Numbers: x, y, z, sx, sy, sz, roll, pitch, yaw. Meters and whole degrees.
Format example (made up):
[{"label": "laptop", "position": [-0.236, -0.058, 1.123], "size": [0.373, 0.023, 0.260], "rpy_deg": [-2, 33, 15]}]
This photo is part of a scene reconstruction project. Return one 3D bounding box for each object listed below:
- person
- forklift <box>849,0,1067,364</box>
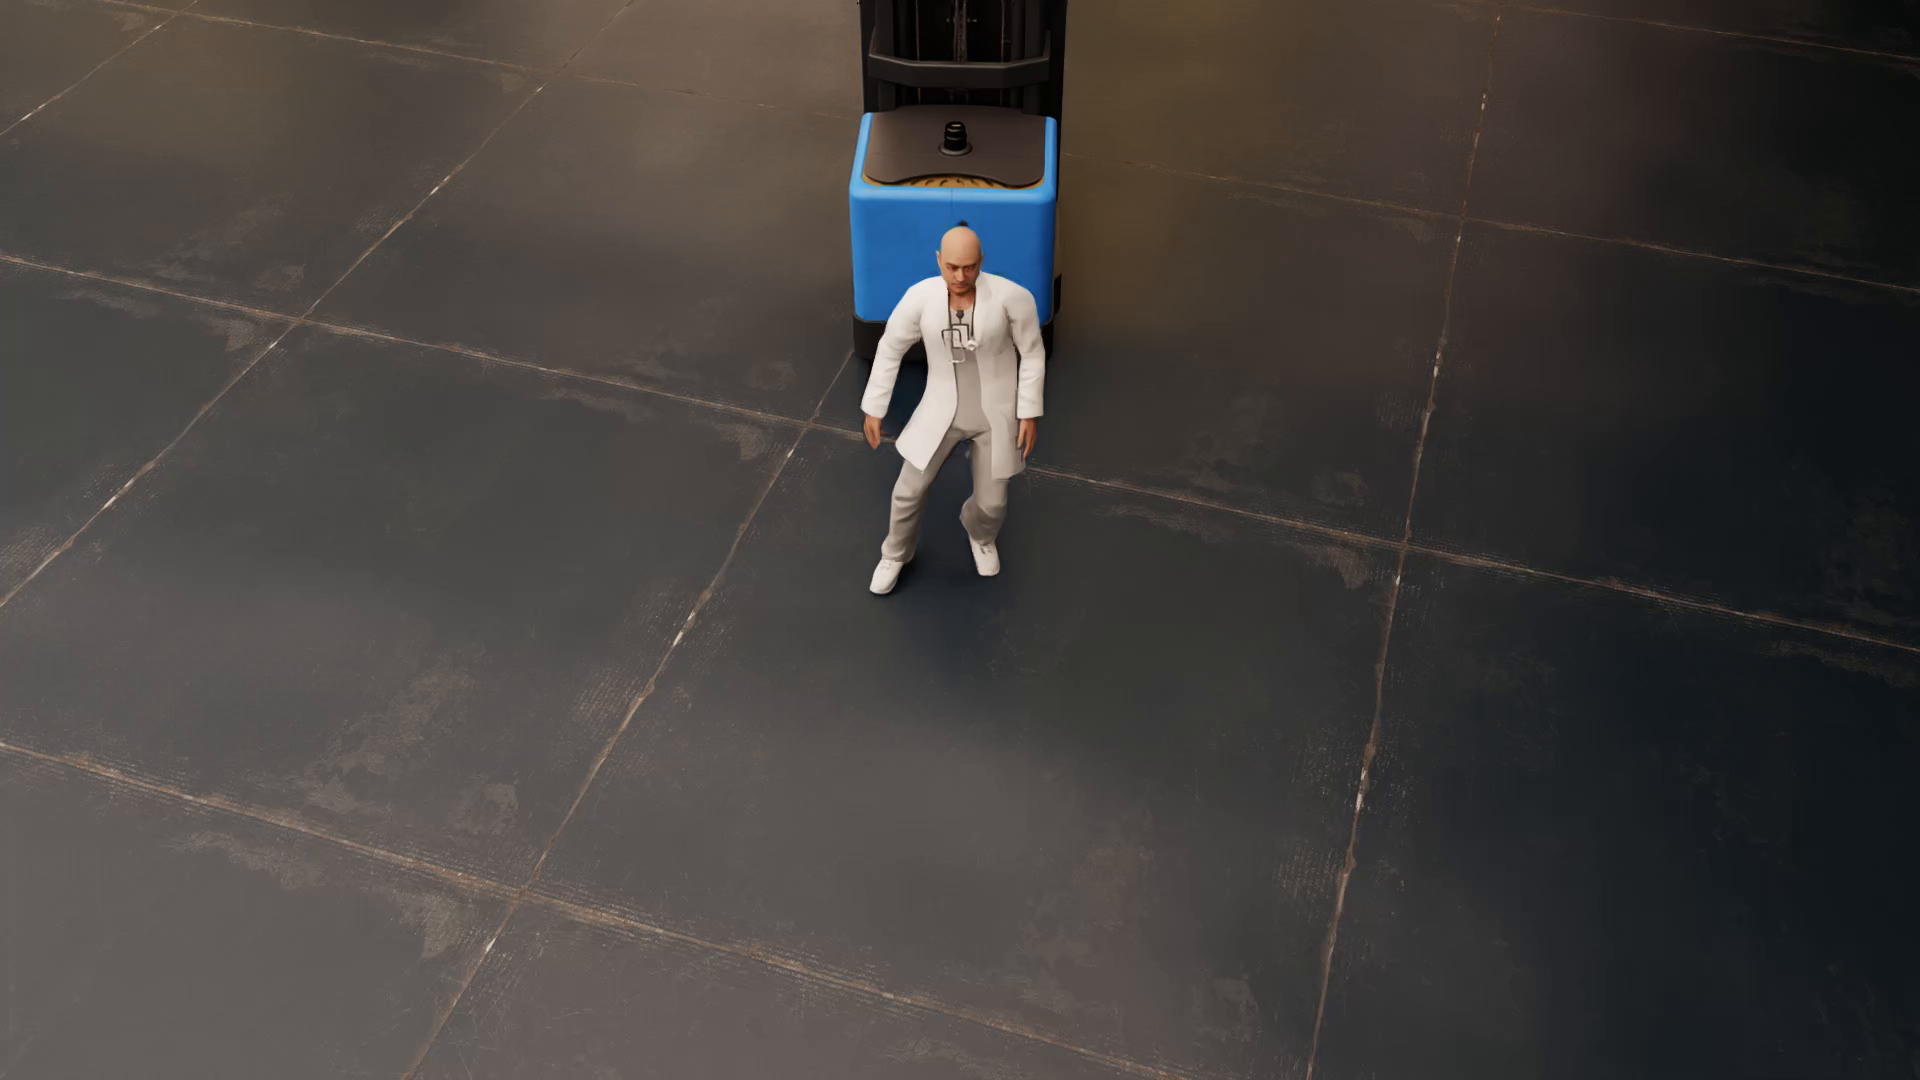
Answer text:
[{"label": "person", "position": [-0.037, -0.516, 7.136], "size": [0.795, 1.714, 0.567], "rpy_deg": [6, 43, 6]}, {"label": "forklift", "position": [0.029, -2.987, 8.900], "size": [1.130, 2.935, 3.031], "rpy_deg": [2, 43, 2]}]
